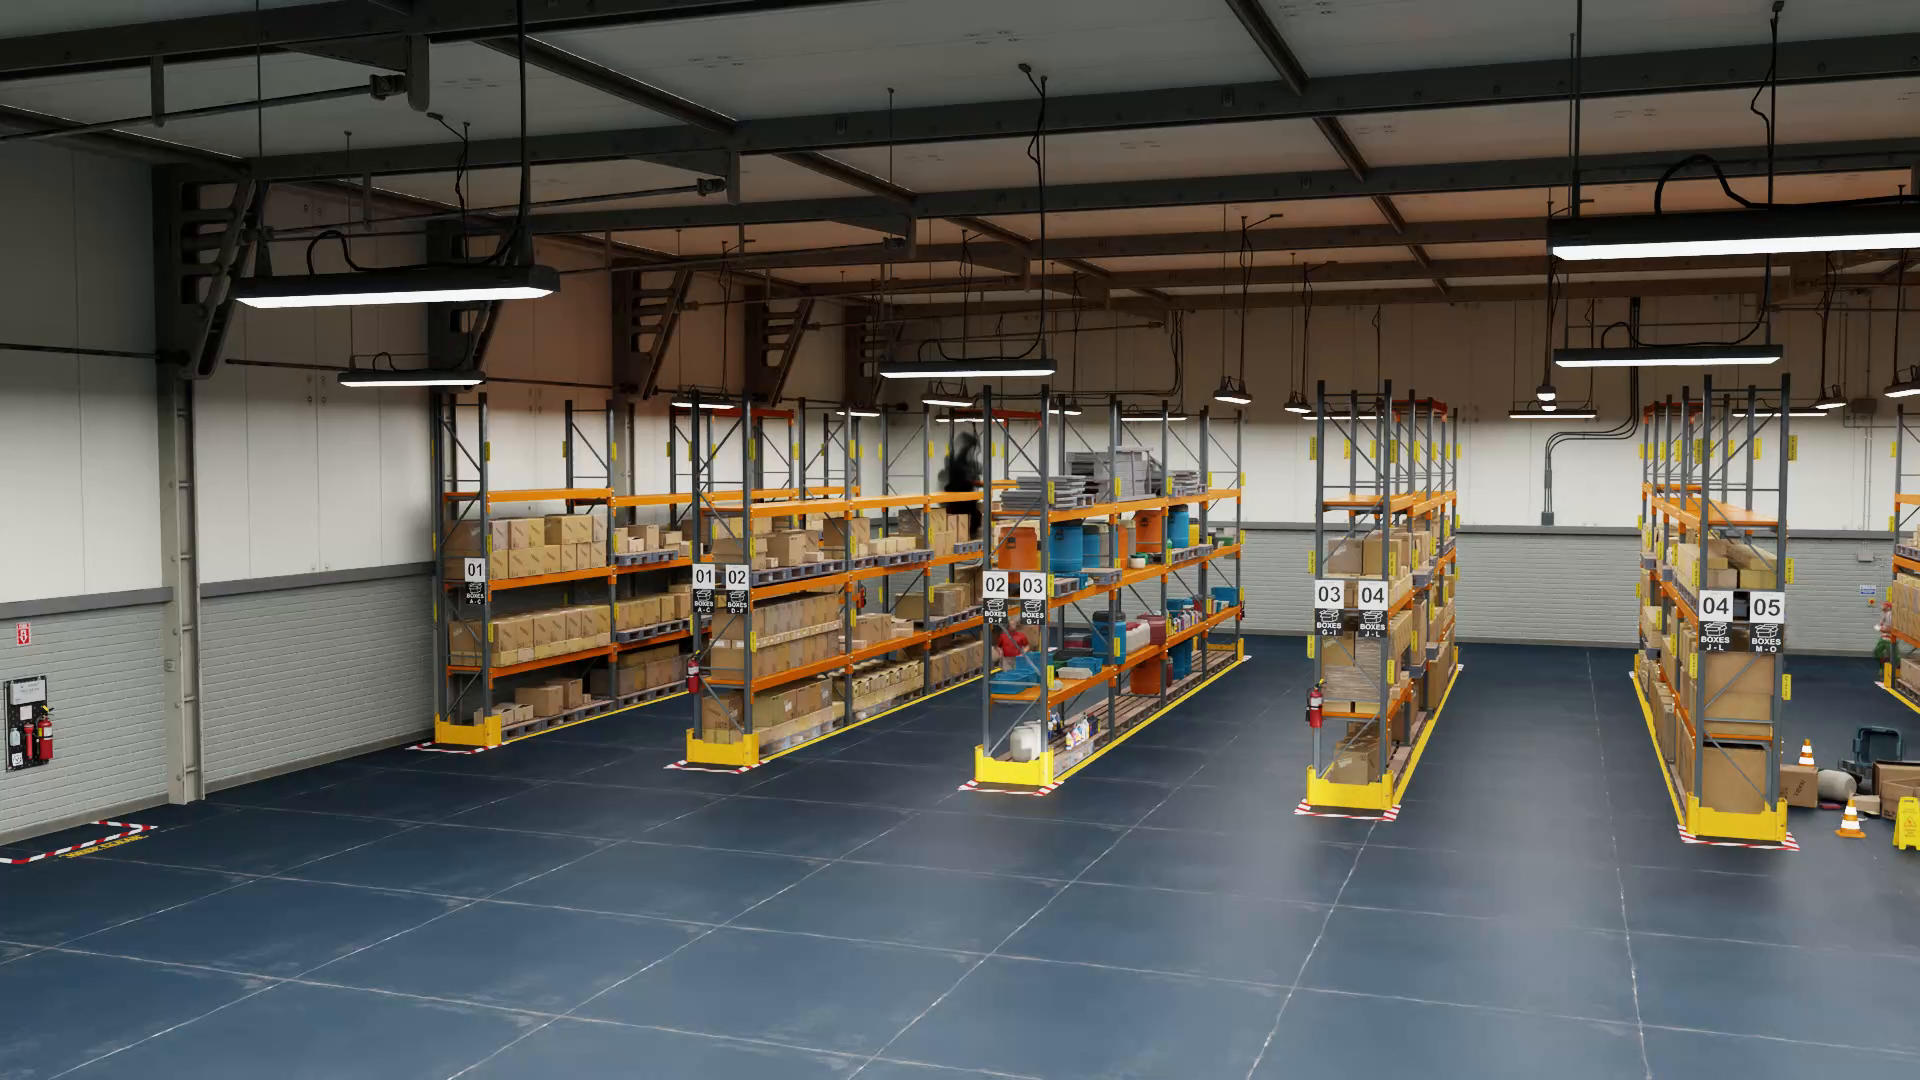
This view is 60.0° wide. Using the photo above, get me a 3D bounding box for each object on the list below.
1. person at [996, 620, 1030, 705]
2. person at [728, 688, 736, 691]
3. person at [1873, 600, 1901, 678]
[{"bbox_3d":[1.026,2.417,32.775,0.659,1.672,0.600,0,3,9],"label":"person"},{"bbox_3d":[-4.116,2.484,30.969,0.726,1.739,0.607,1,3,21],"label":"person"},{"bbox_3d":[20.407,2.193,36.447,0.697,1.807,0.687,1,3,25],"label":"person"}]
